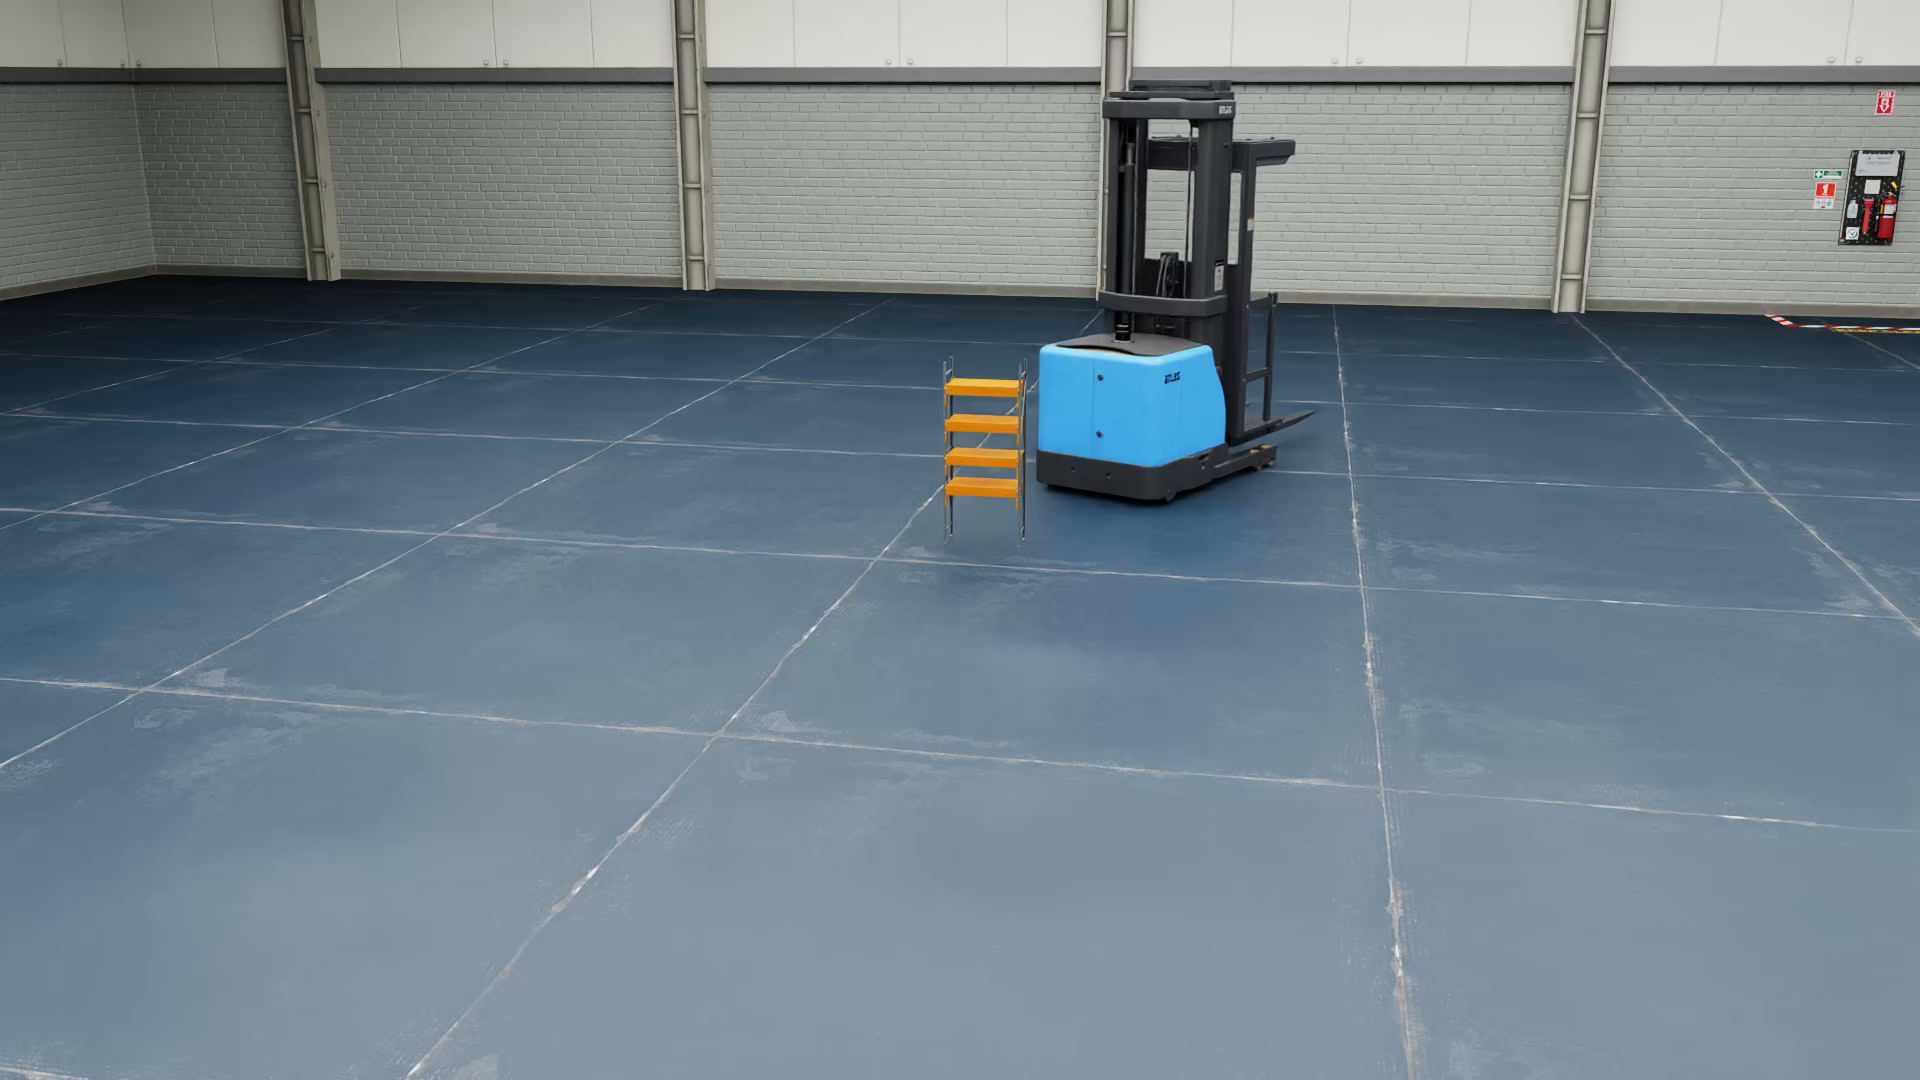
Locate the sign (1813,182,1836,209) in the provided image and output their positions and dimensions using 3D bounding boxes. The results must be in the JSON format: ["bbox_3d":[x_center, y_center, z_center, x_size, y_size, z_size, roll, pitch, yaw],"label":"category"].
[{"bbox_3d":[10.921,-4.348,21.001,0.234,0.329,0.001,3,16,11],"label":"sign"}]

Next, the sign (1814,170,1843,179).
[{"bbox_3d":[10.924,-4.600,20.921,0.331,0.109,0.001,3,16,11],"label":"sign"}]

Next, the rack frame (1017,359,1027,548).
[{"bbox_3d":[0.401,-0.556,10.753,0.015,1.200,0.240,3,16,11],"label":"rack frame"}]

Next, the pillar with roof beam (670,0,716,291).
[{"bbox_3d":[-4.641,-6.855,18.882,0.400,9.000,9.100,3,16,11],"label":"pillar with roof beam"}]

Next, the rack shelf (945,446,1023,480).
[{"bbox_3d":[0.162,-0.505,10.818,0.480,0.148,0.258,3,16,11],"label":"rack shelf"}]

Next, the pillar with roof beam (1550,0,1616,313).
[{"bbox_3d":[7.119,-6.217,16.578,0.400,9.000,9.100,3,16,11],"label":"pillar with roof beam"}]

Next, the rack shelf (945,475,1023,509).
[{"bbox_3d":[0.162,-0.313,10.871,0.480,0.148,0.258,3,16,11],"label":"rack shelf"}]

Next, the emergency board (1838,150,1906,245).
[{"bbox_3d":[11.442,-4.274,20.803,0.643,1.169,0.194,3,16,11],"label":"emergency board"}]

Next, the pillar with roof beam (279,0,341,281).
[{"bbox_3d":[-10.520,-7.174,20.035,0.400,9.000,9.100,3,16,11],"label":"pillar with roof beam"}]

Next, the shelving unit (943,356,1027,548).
[{"bbox_3d":[0.162,-0.569,10.800,0.503,1.200,0.258,3,16,11],"label":"shelving unit"}]

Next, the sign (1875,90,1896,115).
[{"bbox_3d":[11.454,-5.418,20.589,0.199,0.298,0.001,3,16,11],"label":"sign"}]

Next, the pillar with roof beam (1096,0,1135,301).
[{"bbox_3d":[1.239,-6.536,17.730,0.400,9.000,9.100,3,16,11],"label":"pillar with roof beam"}]

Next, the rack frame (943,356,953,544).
[{"bbox_3d":[-0.077,-0.582,10.847,0.015,1.200,0.240,3,16,11],"label":"rack frame"}]

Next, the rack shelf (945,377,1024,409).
[{"bbox_3d":[0.162,-0.948,10.695,0.480,0.148,0.258,3,16,11],"label":"rack shelf"}]

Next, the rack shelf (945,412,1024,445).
[{"bbox_3d":[0.162,-0.720,10.758,0.480,0.148,0.258,3,16,11],"label":"rack shelf"}]

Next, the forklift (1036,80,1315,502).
[{"bbox_3d":[1.844,-2.021,12.796,1.130,2.935,3.031,11,19,35],"label":"forklift"}]

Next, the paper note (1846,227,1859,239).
[{"bbox_3d":[11.283,-3.877,21.019,0.142,0.148,0.016,3,16,11],"label":"paper note"}]
